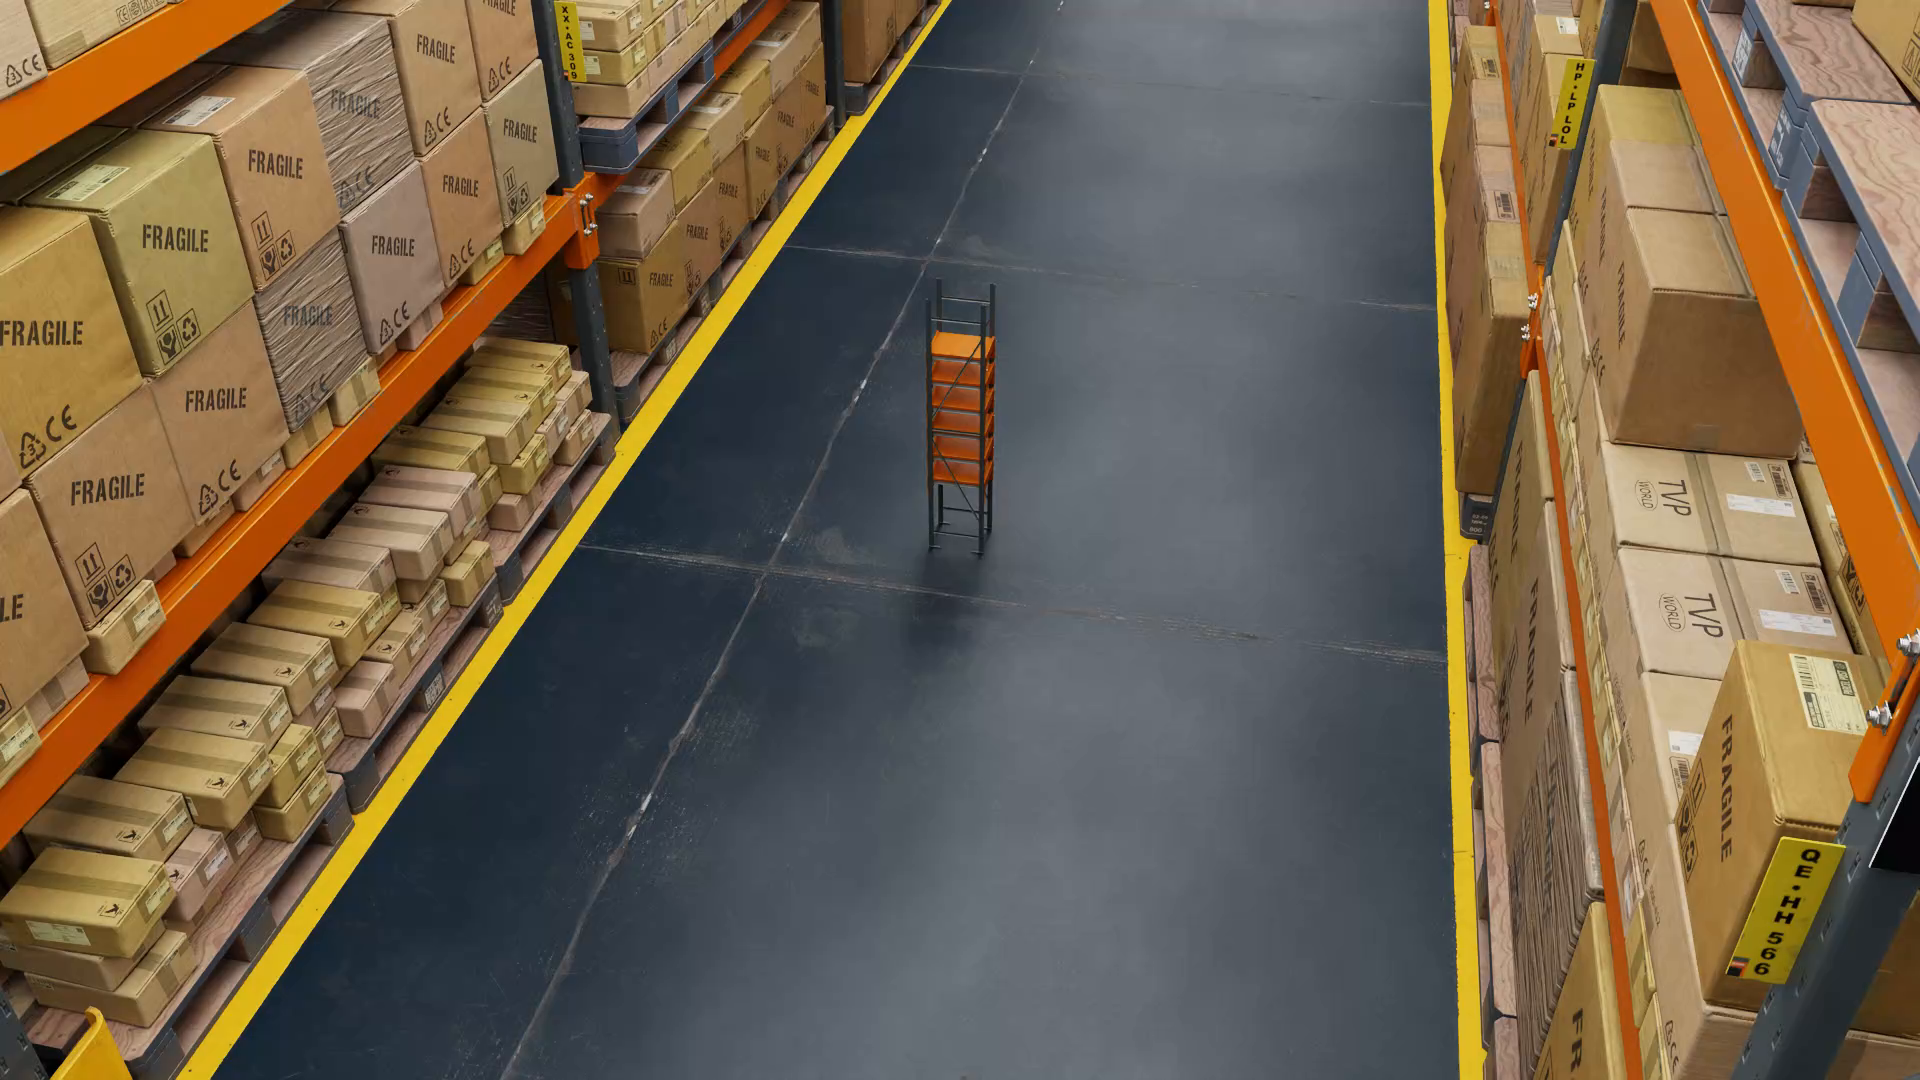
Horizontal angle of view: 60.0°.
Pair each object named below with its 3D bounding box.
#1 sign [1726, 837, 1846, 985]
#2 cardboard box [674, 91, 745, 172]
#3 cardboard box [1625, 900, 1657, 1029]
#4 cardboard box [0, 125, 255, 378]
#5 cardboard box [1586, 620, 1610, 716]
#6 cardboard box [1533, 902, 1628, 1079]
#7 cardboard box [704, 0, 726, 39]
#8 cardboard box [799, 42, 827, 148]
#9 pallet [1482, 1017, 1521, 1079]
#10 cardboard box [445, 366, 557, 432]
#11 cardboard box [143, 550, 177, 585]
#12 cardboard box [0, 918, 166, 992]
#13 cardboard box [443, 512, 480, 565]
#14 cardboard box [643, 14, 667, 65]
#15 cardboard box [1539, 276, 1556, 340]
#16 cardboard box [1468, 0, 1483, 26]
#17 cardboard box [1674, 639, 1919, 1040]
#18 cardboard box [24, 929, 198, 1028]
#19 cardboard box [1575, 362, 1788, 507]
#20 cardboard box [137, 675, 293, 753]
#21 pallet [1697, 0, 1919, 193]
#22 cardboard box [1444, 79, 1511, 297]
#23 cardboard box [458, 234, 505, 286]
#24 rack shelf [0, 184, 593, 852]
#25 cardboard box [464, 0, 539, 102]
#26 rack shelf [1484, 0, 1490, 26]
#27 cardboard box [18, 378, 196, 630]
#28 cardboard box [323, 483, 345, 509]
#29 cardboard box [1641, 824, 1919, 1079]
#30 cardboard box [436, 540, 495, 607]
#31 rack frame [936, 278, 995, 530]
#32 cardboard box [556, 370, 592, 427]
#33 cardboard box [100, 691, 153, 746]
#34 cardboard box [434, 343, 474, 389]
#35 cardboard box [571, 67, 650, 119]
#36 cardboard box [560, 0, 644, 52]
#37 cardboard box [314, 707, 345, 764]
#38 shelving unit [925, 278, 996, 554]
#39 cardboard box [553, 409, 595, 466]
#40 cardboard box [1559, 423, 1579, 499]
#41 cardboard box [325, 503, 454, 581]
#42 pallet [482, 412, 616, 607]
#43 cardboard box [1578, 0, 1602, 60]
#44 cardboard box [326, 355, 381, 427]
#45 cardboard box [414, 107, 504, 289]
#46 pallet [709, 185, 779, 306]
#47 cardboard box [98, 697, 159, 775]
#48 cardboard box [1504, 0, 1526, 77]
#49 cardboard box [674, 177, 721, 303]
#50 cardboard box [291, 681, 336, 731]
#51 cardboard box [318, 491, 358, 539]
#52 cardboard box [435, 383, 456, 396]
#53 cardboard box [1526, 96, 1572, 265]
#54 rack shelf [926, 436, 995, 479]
[{"bbox_3d":[1.329,0.601,2.676,0.100,0.325,0.005,7,37,10],"label":"sign"},{"bbox_3d":[-1.473,-2.181,8.836,0.500,0.250,0.500,9,37,12],"label":"cardboard box"},{"bbox_3d":[1.664,0.949,3.599,0.380,0.149,0.250,8,37,10],"label":"cardboard box"},{"bbox_3d":[-2.378,-0.813,4.625,0.500,0.500,0.500,7,36,9],"label":"cardboard box"},{"bbox_3d":[1.882,0.364,4.406,0.380,0.149,0.250,7,37,10],"label":"cardboard box"},{"bbox_3d":[1.914,1.555,4.001,0.875,0.875,0.875,7,37,10],"label":"cardboard box"},{"bbox_3d":[-1.361,-2.560,8.082,0.380,0.149,0.250,6,36,8],"label":"cardboard box"},{"bbox_3d":[-1.145,-2.772,10.291,0.500,0.500,0.500,7,37,10],"label":"cardboard box"},{"bbox_3d":[1.950,1.903,4.445,1.003,0.211,1.213,7,37,10],"label":"pallet"},{"bbox_3d":[-1.951,-0.600,7.086,0.380,0.149,0.250,8,37,11],"label":"cardboard box"},{"bbox_3d":[-2.534,0.055,4.833,0.380,0.149,0.250,9,37,12],"label":"cardboard box"},{"bbox_3d":[-2.605,1.158,4.915,0.380,0.149,0.250,9,37,12],"label":"cardboard box"},{"bbox_3d":[-2.141,-0.054,6.587,0.380,0.149,0.250,8,37,11],"label":"cardboard box"},{"bbox_3d":[-1.527,-2.237,7.383,0.380,0.149,0.250,7,36,9],"label":"cardboard box"},{"bbox_3d":[2.322,-0.822,6.042,0.380,0.149,0.250,7,37,10],"label":"cardboard box"},{"bbox_3d":[4.027,-3.863,11.779,0.700,0.500,0.500,4,36,6],"label":"cardboard box"},{"bbox_3d":[1.703,0.566,3.148,0.500,0.500,0.500,8,37,11],"label":"cardboard box"},{"bbox_3d":[-2.543,1.286,4.991,0.380,0.149,0.250,8,37,11],"label":"cardboard box"},{"bbox_3d":[2.138,-0.292,4.972,0.500,0.250,0.500,8,37,11],"label":"cardboard box"},{"bbox_3d":[-2.432,0.594,5.439,0.380,0.149,0.250,6,36,8],"label":"cardboard box"},{"bbox_3d":[2.262,-1.065,3.683,1.003,0.211,1.213,7,37,10],"label":"pallet"},{"bbox_3d":[3.199,-1.751,8.563,1.225,0.875,0.875,7,37,10],"label":"cardboard box"},{"bbox_3d":[-2.010,-1.129,6.466,0.380,0.149,0.250,9,37,12],"label":"cardboard box"},{"bbox_3d":[-2.541,-0.293,5.712,1.077,0.370,4.000,7,37,10],"label":"rack shelf"},{"bbox_3d":[-1.950,-1.994,6.254,0.500,0.500,0.500,6,36,8],"label":"cardboard box"},{"bbox_3d":[3.992,-4.200,11.102,1.077,0.370,4.000,7,37,10],"label":"rack shelf"},{"bbox_3d":[-2.513,-0.132,4.537,0.500,0.500,0.500,7,37,10],"label":"cardboard box"},{"bbox_3d":[-2.680,-0.226,6.571,0.380,0.149,0.250,8,37,11],"label":"cardboard box"},{"bbox_3d":[1.700,0.871,3.367,0.500,0.250,0.500,7,36,9],"label":"cardboard box"},{"bbox_3d":[-2.086,0.114,6.608,0.380,0.149,0.250,7,37,10],"label":"cardboard box"},{"bbox_3d":[0.023,-0.547,6.982,0.240,1.200,0.006,7,37,10],"label":"rack frame"},{"bbox_3d":[-1.870,-0.647,7.404,0.380,0.149,0.250,8,37,11],"label":"cardboard box"},{"bbox_3d":[-2.944,0.528,5.529,0.380,0.149,0.250,6,36,8],"label":"cardboard box"},{"bbox_3d":[-2.390,-0.816,7.385,0.380,0.149,0.250,9,37,12],"label":"cardboard box"},{"bbox_3d":[-1.580,-1.968,7.265,0.380,0.149,0.250,6,36,8],"label":"cardboard box"},{"bbox_3d":[-1.580,-2.209,7.090,0.380,0.149,0.250,9,37,12],"label":"cardboard box"},{"bbox_3d":[-2.398,0.692,5.811,0.380,0.149,0.250,7,37,10],"label":"cardboard box"},{"bbox_3d":[0.003,-0.494,6.909,0.258,1.200,0.189,7,37,10],"label":"shelving unit"},{"bbox_3d":[-1.865,-0.479,7.427,0.380,0.149,0.250,8,37,11],"label":"cardboard box"},{"bbox_3d":[2.101,-0.223,5.215,0.380,0.149,0.250,7,36,9],"label":"cardboard box"},{"bbox_3d":[-2.142,0.006,6.250,0.380,0.149,0.250,6,36,8],"label":"cardboard box"},{"bbox_3d":[-2.223,-0.213,7.363,1.003,0.211,1.213,7,37,10],"label":"pallet"},{"bbox_3d":[2.996,-2.257,6.869,0.797,0.503,0.637,8,37,10],"label":"cardboard box"},{"bbox_3d":[-2.210,-0.531,5.641,0.380,0.149,0.250,8,37,11],"label":"cardboard box"},{"bbox_3d":[-2.053,-1.282,6.124,0.500,0.500,0.500,6,36,9],"label":"cardboard box"},{"bbox_3d":[-1.690,-1.750,9.485,1.003,0.211,1.213,7,37,10],"label":"pallet"},{"bbox_3d":[-2.867,0.648,5.618,0.380,0.149,0.250,7,37,9],"label":"cardboard box"},{"bbox_3d":[2.981,-2.551,8.128,0.500,0.500,0.500,7,36,9],"label":"cardboard box"},{"bbox_3d":[-1.585,-1.583,8.650,0.500,0.500,0.500,9,37,12],"label":"cardboard box"},{"bbox_3d":[-2.401,0.559,5.741,0.380,0.149,0.250,6,36,8],"label":"cardboard box"},{"bbox_3d":[-2.629,-0.090,6.636,0.380,0.149,0.250,9,37,12],"label":"cardboard box"},{"bbox_3d":[-2.504,-0.700,7.477,0.380,0.149,0.250,9,37,12],"label":"cardboard box"},{"bbox_3d":[2.543,-1.394,6.533,0.500,0.500,0.500,7,37,10],"label":"cardboard box"},{"bbox_3d":[0.003,-0.361,7.006,0.258,0.103,0.180,7,37,10],"label":"rack shelf"}]
